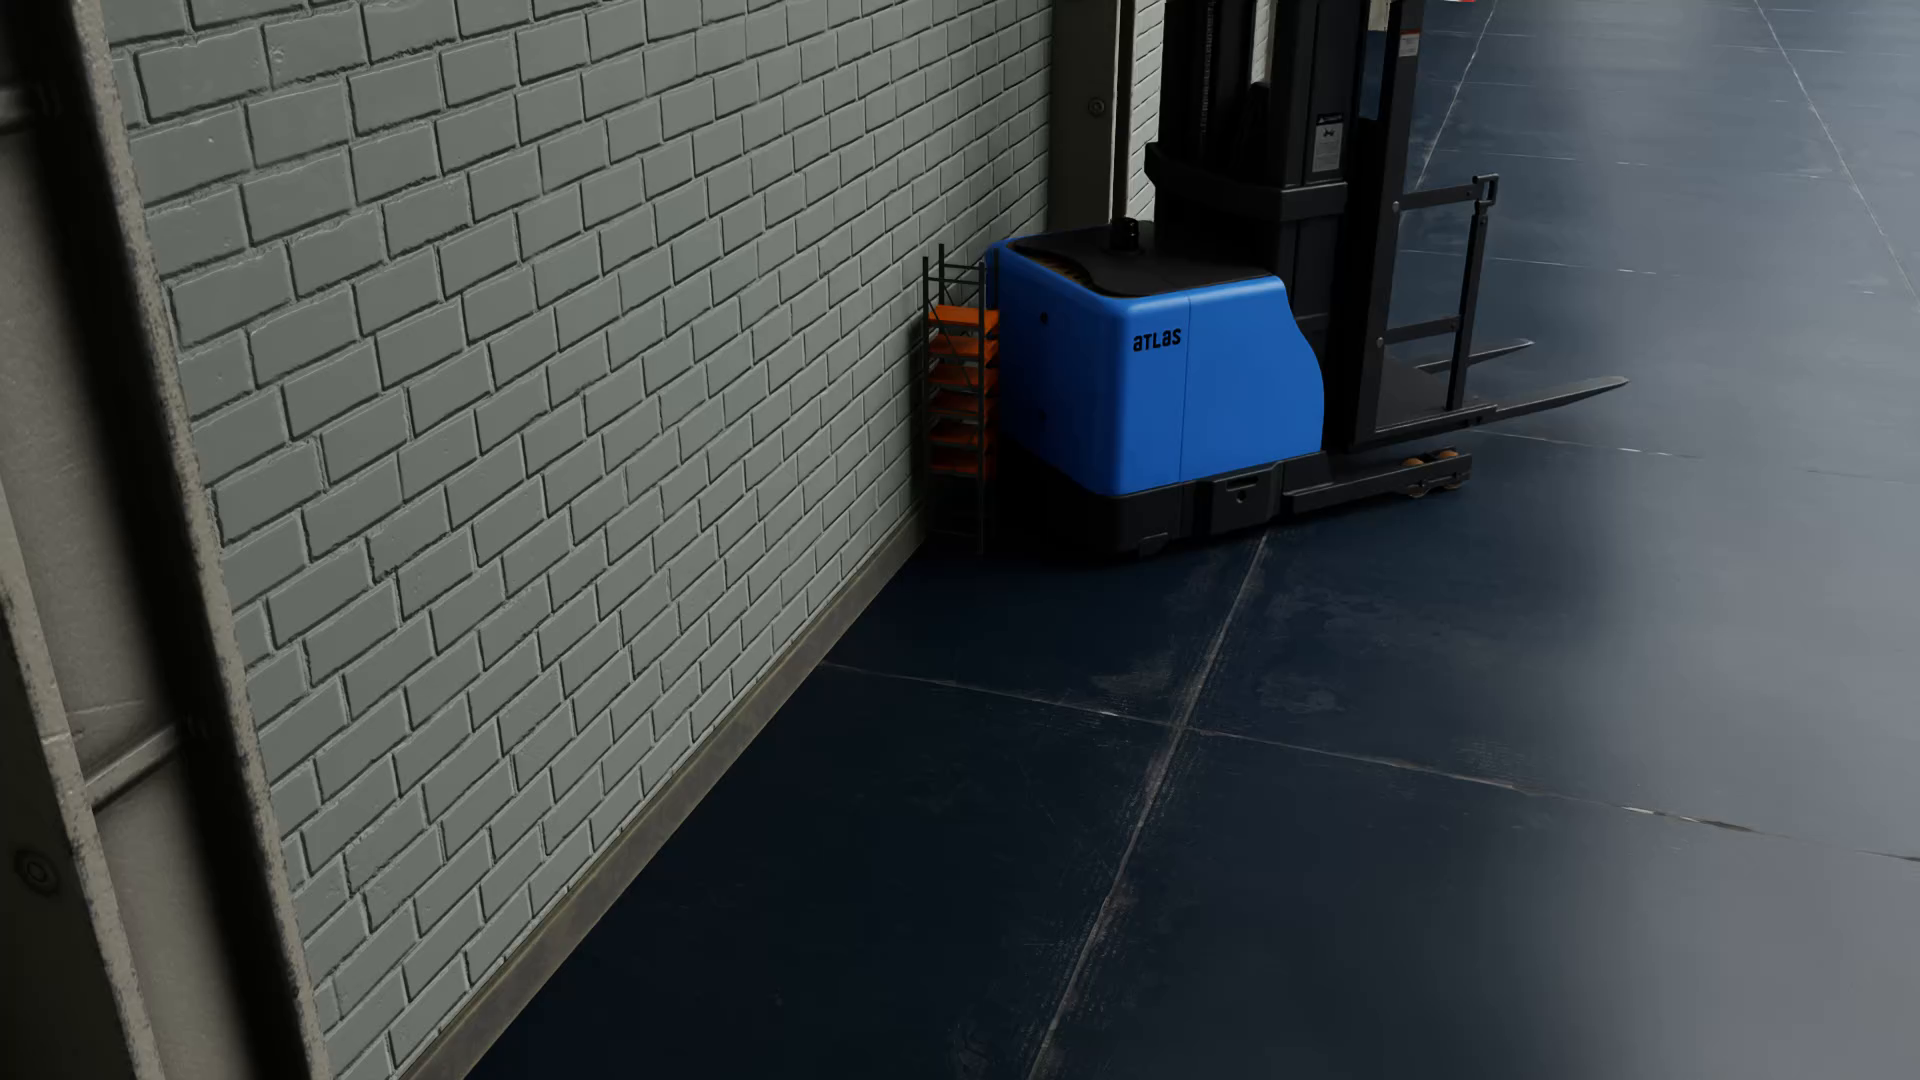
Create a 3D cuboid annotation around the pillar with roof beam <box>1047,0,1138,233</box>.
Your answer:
[{"bbox_3d":[4.676,-4.215,5.129,9.100,9.000,0.400,9,27,17],"label":"pillar with roof beam"}]

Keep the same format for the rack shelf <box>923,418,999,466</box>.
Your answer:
[{"bbox_3d":[0.005,-0.386,6.547,0.258,0.103,0.180,8,27,16],"label":"rack shelf"}]

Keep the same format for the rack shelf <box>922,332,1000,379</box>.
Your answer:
[{"bbox_3d":[0.005,-0.710,6.390,0.258,0.103,0.180,8,27,16],"label":"rack shelf"}]

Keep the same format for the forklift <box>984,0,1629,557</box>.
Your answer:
[{"bbox_3d":[1.638,-1.690,6.877,3.031,2.935,1.130,-13,29,-25],"label":"forklift"}]

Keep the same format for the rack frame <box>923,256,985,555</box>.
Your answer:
[{"bbox_3d":[-0.024,-0.496,6.397,0.240,1.200,0.006,8,27,16],"label":"rack frame"}]

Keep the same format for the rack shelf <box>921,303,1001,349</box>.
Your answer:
[{"bbox_3d":[0.005,-0.818,6.338,0.258,0.103,0.180,8,27,16],"label":"rack shelf"}]

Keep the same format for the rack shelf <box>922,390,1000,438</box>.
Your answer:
[{"bbox_3d":[0.005,-0.494,6.495,0.258,0.103,0.180,8,27,16],"label":"rack shelf"}]

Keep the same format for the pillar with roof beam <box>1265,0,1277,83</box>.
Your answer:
[{"bbox_3d":[6.673,-6.680,10.221,9.100,9.000,0.400,9,27,17],"label":"pillar with roof beam"}]

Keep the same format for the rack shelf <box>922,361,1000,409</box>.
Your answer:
[{"bbox_3d":[0.005,-0.602,6.442,0.258,0.103,0.180,8,27,16],"label":"rack shelf"}]

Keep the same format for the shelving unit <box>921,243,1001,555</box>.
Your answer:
[{"bbox_3d":[0.005,-0.534,6.475,0.258,1.200,0.189,8,27,16],"label":"shelving unit"}]

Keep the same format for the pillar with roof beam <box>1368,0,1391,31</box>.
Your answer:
[{"bbox_3d":[8.669,-9.146,15.314,9.100,9.000,0.400,9,27,17],"label":"pillar with roof beam"}]

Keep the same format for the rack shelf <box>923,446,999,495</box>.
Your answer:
[{"bbox_3d":[0.005,-0.278,6.599,0.258,0.103,0.180,8,27,16],"label":"rack shelf"}]

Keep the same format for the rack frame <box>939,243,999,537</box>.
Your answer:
[{"bbox_3d":[0.033,-0.571,6.553,0.240,1.200,0.006,8,27,16],"label":"rack frame"}]
